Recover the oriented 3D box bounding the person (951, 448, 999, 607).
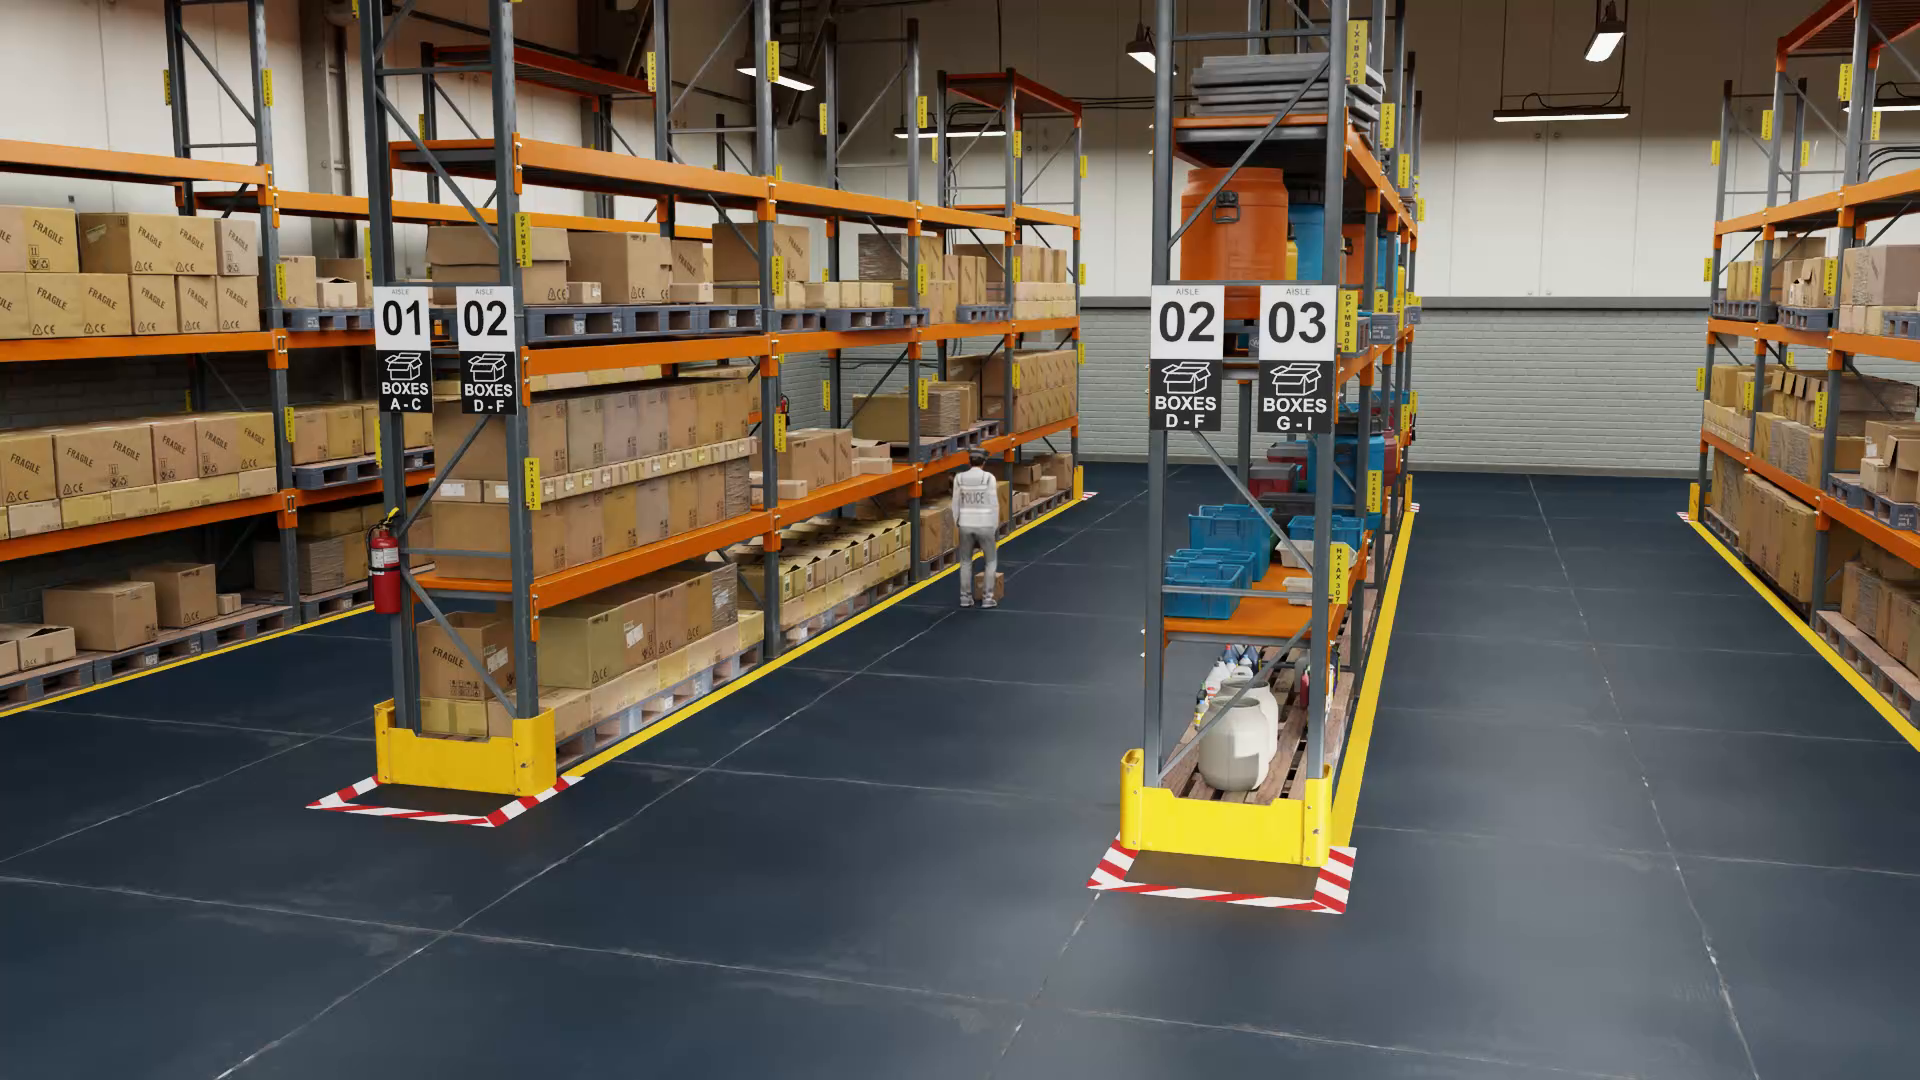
[{"bbox_3d":[0.157,-0.120,16.858,0.504,1.616,0.464,3,9,17],"label":"person"}]
